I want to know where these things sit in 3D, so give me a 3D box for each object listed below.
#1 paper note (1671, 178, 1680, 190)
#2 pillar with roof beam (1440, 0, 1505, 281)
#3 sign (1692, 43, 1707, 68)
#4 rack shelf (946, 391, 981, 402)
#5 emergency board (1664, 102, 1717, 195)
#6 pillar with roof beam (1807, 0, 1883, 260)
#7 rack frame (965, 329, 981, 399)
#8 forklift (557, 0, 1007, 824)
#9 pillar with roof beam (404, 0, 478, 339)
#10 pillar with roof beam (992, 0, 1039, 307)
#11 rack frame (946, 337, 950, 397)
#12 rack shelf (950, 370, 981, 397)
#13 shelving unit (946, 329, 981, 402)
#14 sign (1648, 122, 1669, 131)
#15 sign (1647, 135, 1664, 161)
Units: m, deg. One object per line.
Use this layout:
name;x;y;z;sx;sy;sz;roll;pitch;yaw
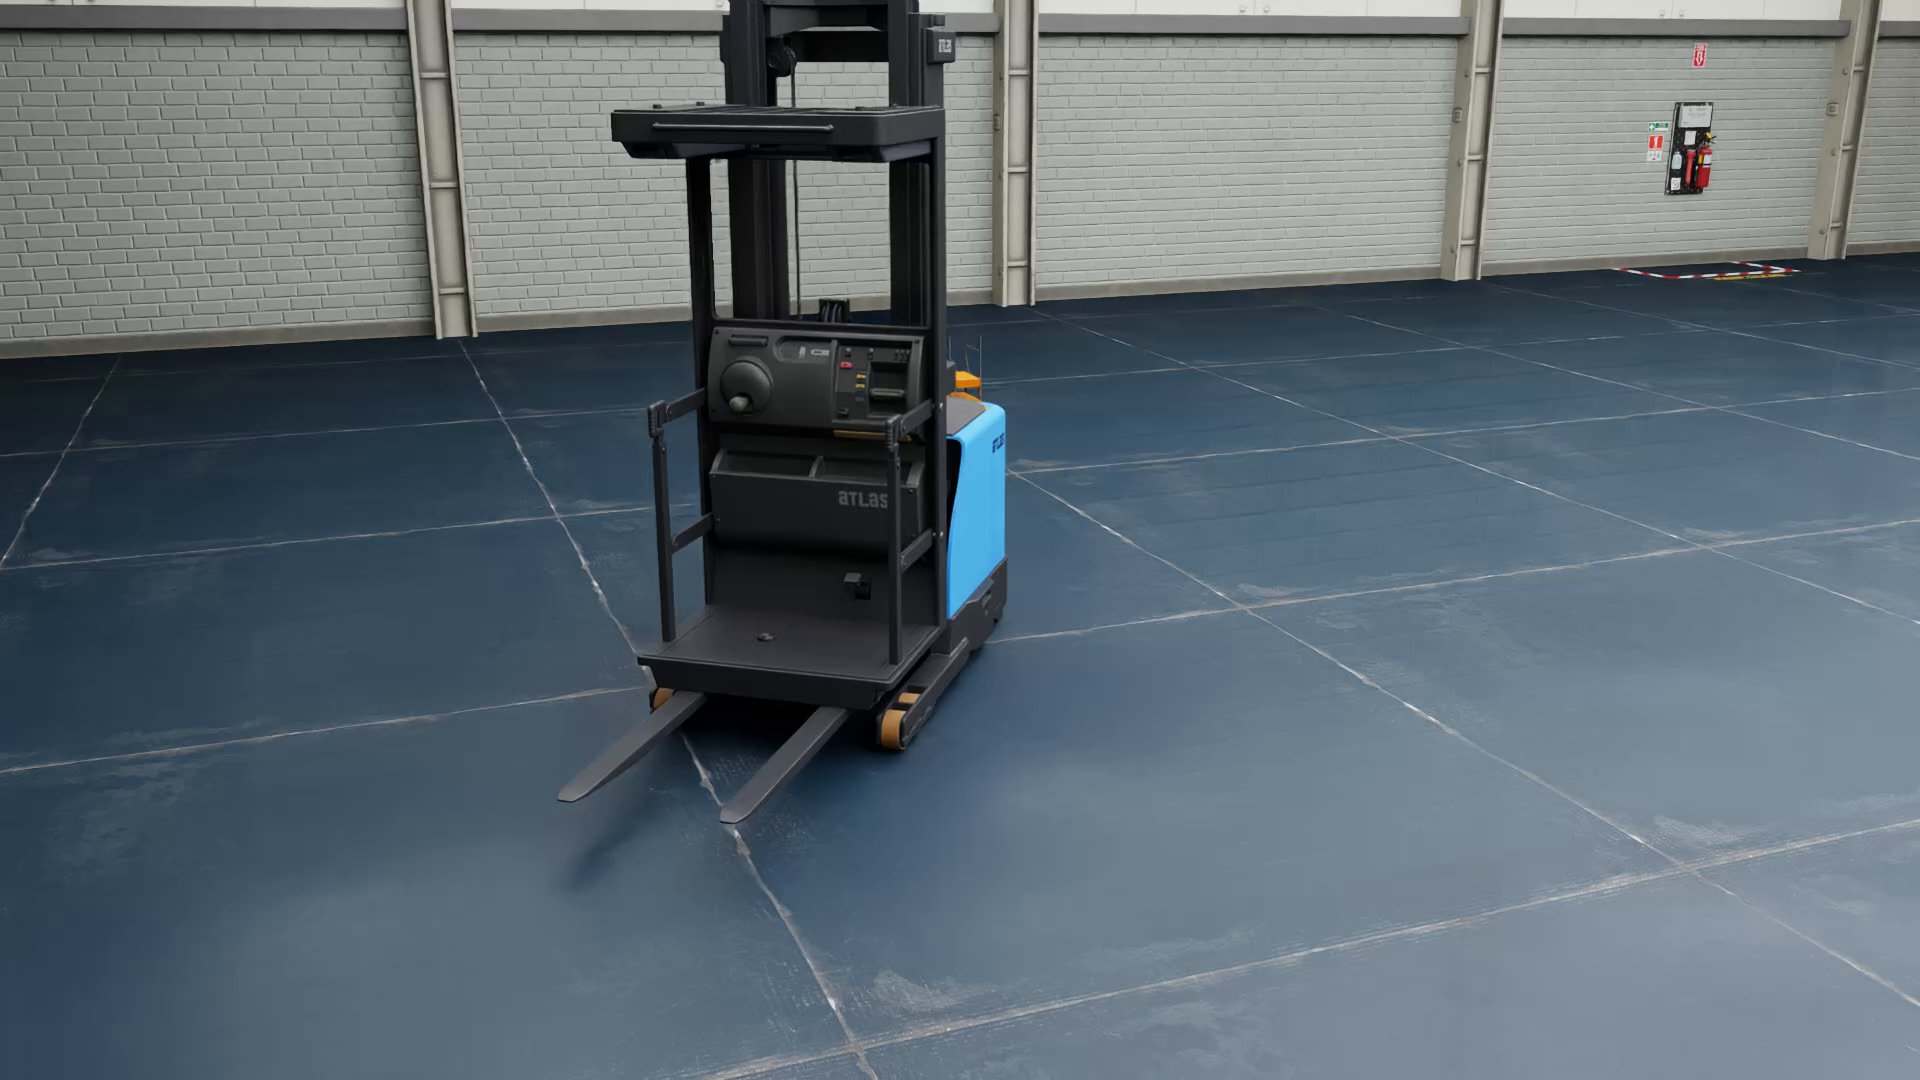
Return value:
paper note;9.292;-4.623;21.581;0.142;0.148;0.016;-6;17;-20
pillar with roof beam;7.741;-6.425;15.507;0.400;9.000;9.100;-6;17;-20
sign;9.438;-6.183;21.215;0.199;0.298;0.001;-6;17;-20
rack shelf;-0.014;-0.762;9.369;0.180;0.103;0.258;-6;17;-20
emergency board;9.482;-5.045;21.455;0.643;1.169;0.194;-6;17;-20
pillar with roof beam;13.343;-7.030;17.567;0.400;9.000;9.100;-6;17;-20
rack frame;0.072;-0.583;9.456;0.006;1.200;0.240;-6;17;-20
forklift;-0.661;-0.679;6.709;1.130;2.935;3.031;5;17;15
pillar with roof beam;-3.465;-5.215;11.387;0.400;9.000;9.100;-6;17;-20
pillar with roof beam;2.138;-5.820;13.447;0.400;9.000;9.100;-6;17;-20
rack frame;-0.099;-0.565;9.393;0.006;1.200;0.240;-6;17;-20
rack shelf;-0.014;-0.877;9.335;0.180;0.103;0.258;-6;17;-20
shelving unit;-0.014;-0.574;9.424;0.189;1.200;0.258;-6;17;-20
sign;8.936;-5.286;21.272;0.331;0.109;0.001;-6;17;-20
sign;8.928;-5.034;21.353;0.234;0.329;0.001;-6;17;-20
